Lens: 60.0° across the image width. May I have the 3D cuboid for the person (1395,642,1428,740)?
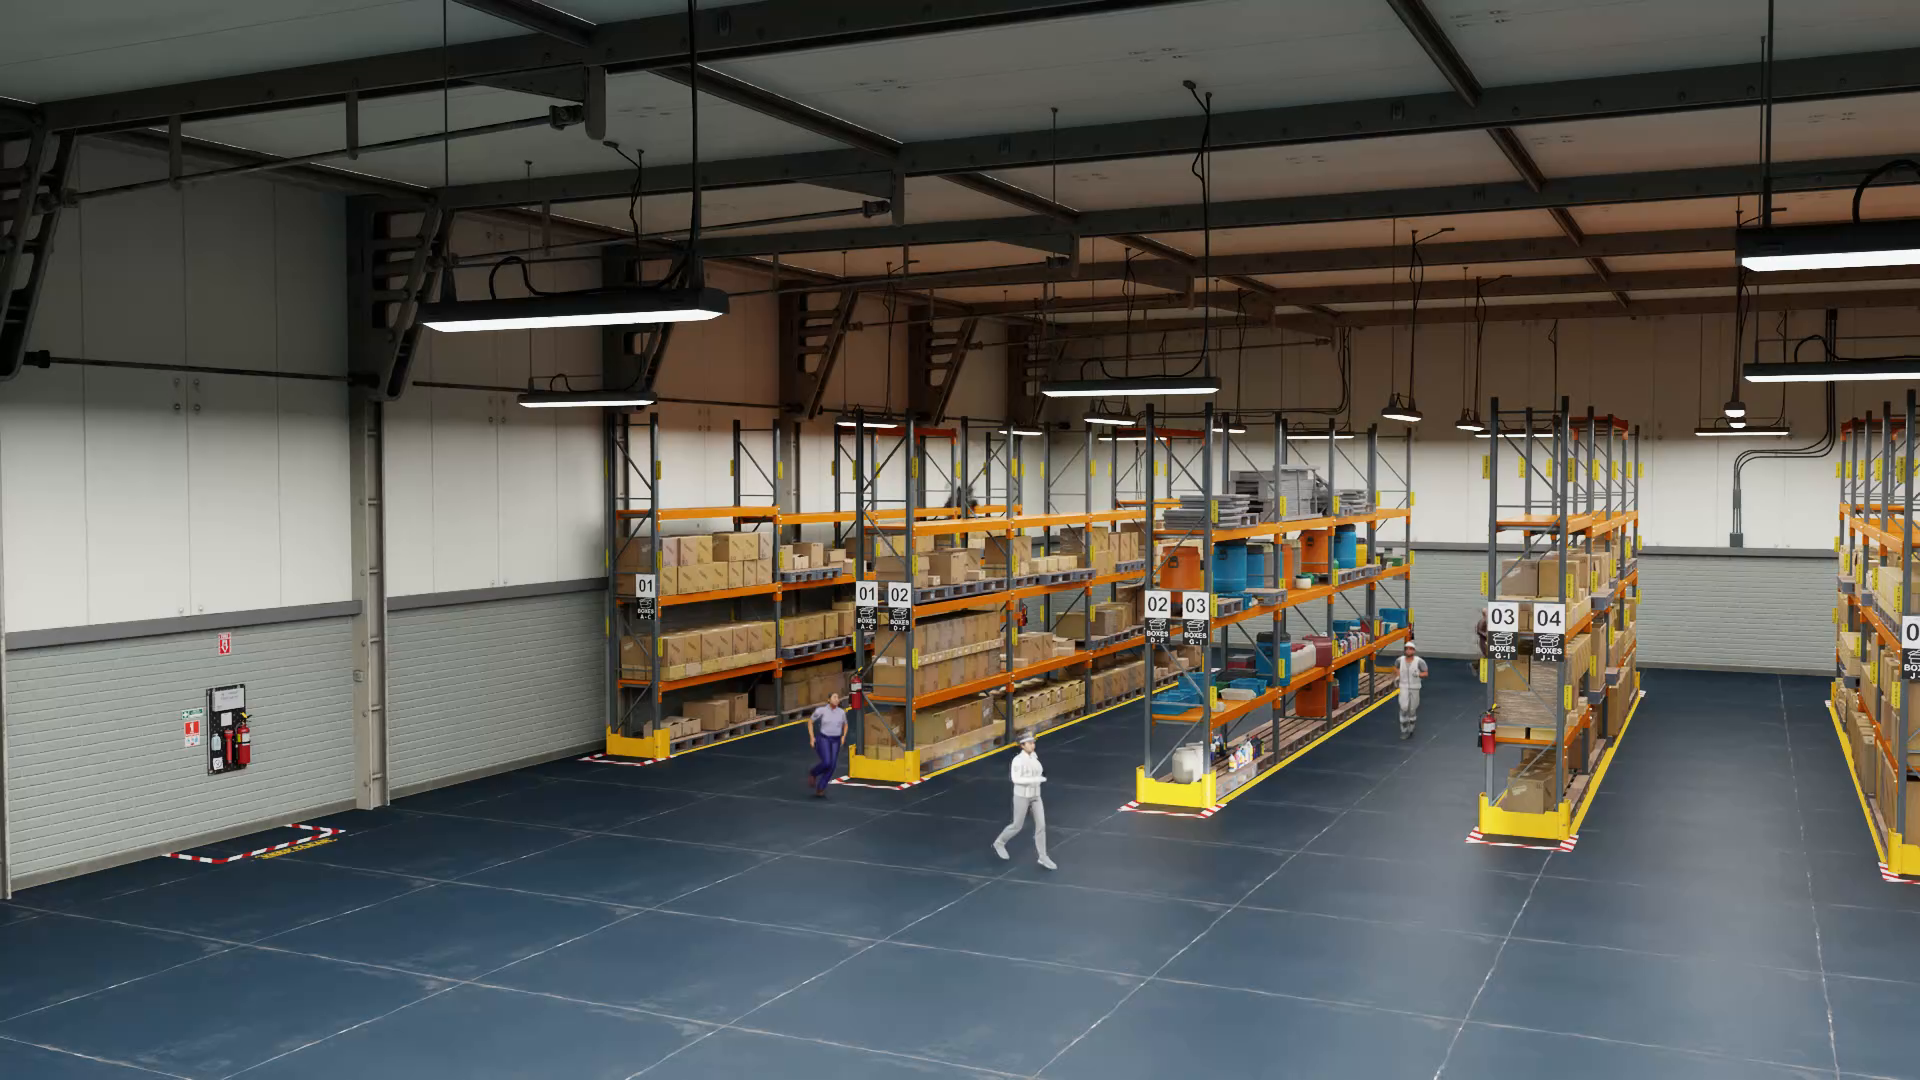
[{"bbox_3d":[8.416,2.821,31.042,0.619,1.850,0.761,1,3,19],"label":"person"}]

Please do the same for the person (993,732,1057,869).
[{"bbox_3d":[0.837,3.247,20.984,0.934,1.689,0.628,2,3,43],"label":"person"}]

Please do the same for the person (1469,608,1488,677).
[{"bbox_3d":[12.483,2.471,39.537,0.664,1.734,0.705,2,3,34],"label":"person"}]

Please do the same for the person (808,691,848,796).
[{"bbox_3d":[-1.989,3.137,25.678,0.647,1.573,0.514,-1,3,-29],"label":"person"}]
